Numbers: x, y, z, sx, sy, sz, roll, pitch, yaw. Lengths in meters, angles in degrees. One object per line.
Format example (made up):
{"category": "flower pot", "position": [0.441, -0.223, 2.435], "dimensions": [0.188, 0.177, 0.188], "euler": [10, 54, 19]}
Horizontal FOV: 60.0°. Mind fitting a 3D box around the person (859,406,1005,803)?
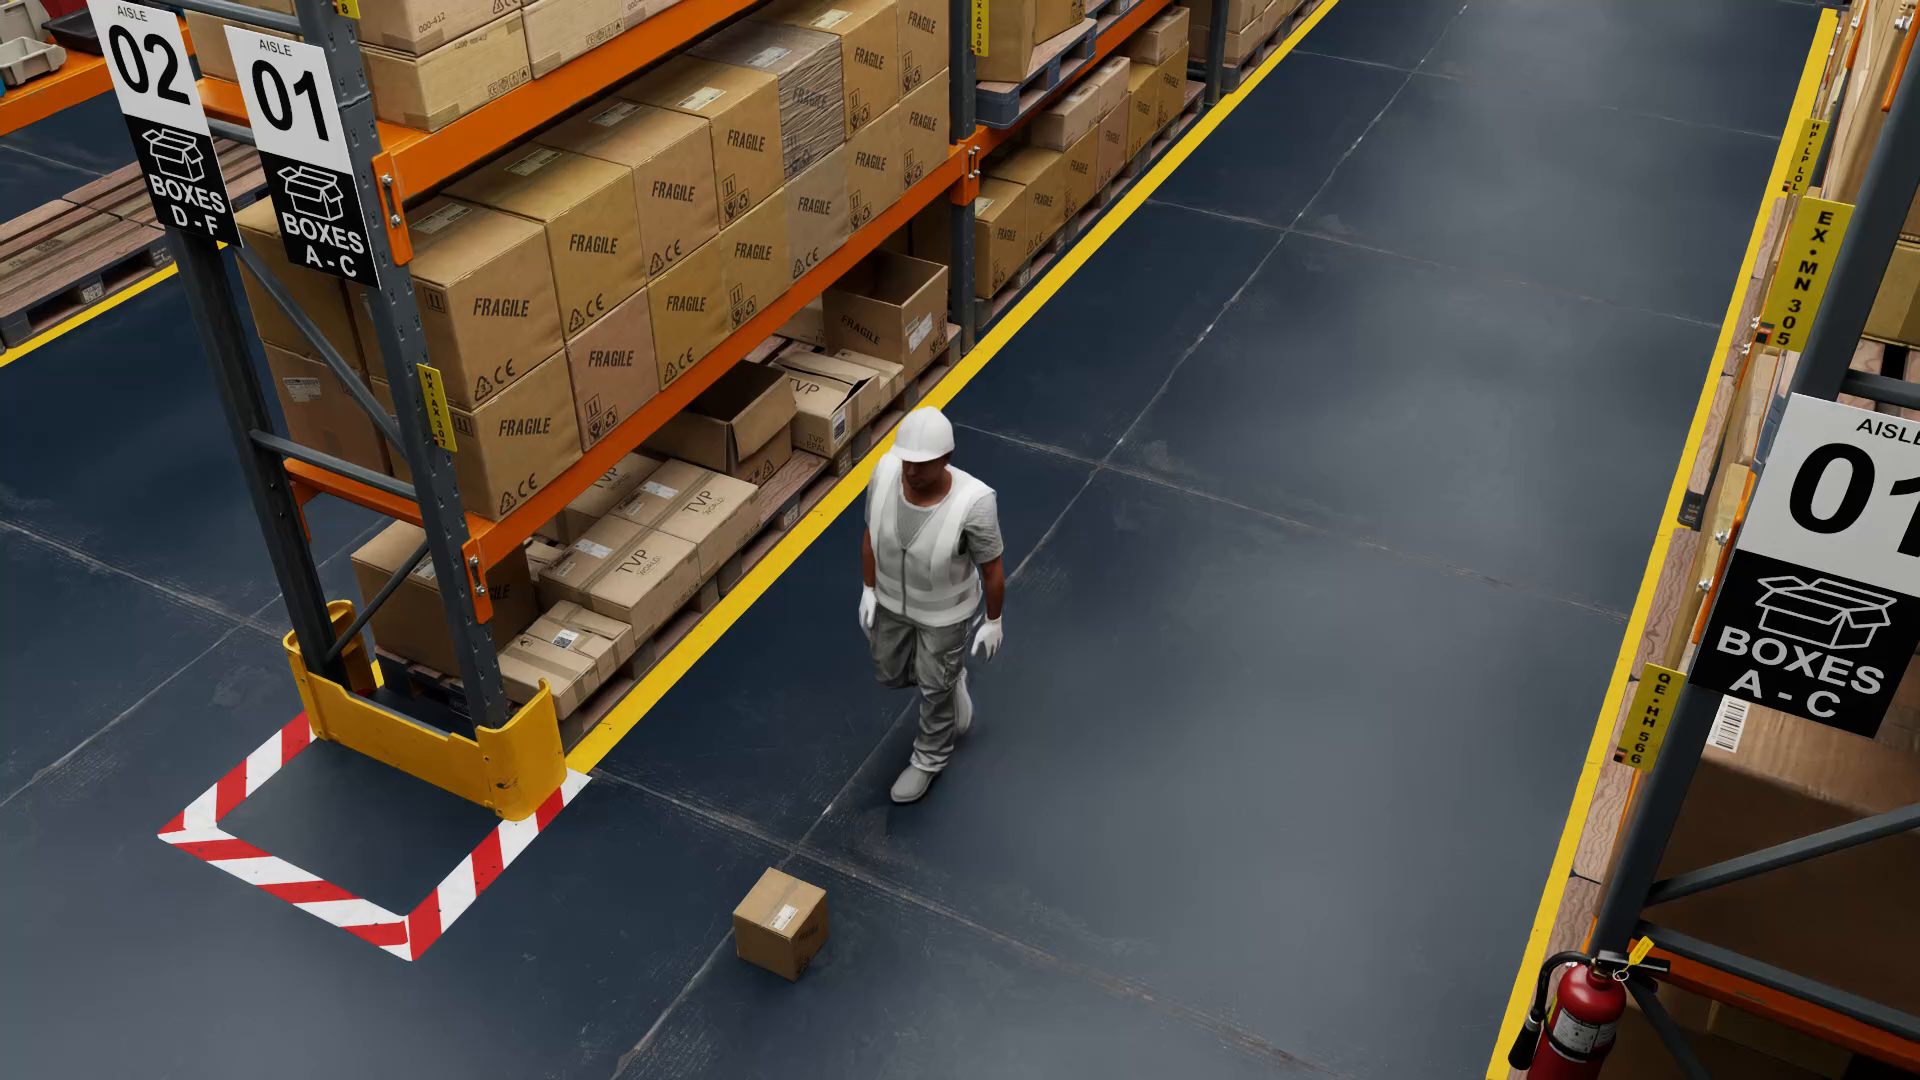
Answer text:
{"category": "person", "position": [-0.076, 0.219, 6.436], "dimensions": [0.573, 1.784, 0.646], "euler": [21, 42, 24]}
